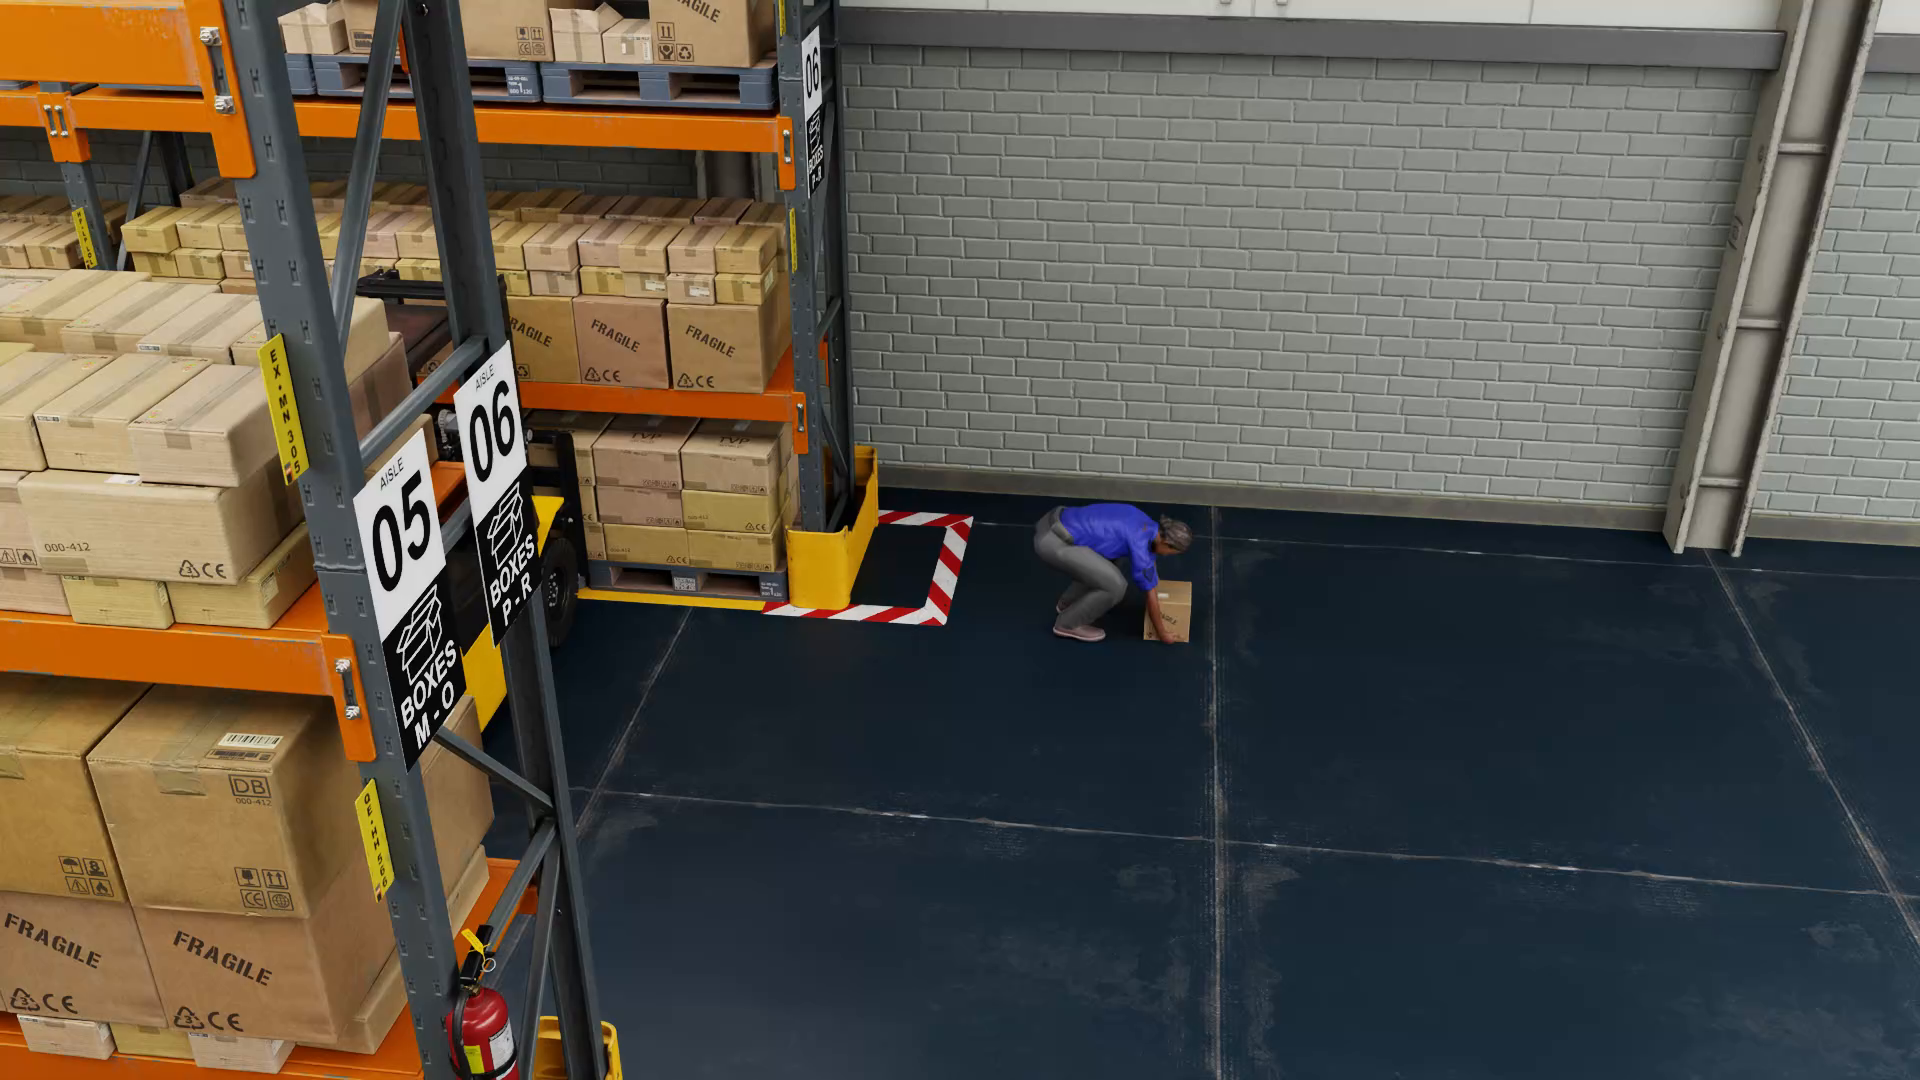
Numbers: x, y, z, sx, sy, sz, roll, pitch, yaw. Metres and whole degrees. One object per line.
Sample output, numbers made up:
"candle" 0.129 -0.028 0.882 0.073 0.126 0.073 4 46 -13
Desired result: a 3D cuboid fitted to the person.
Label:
"person" 0.844 0.169 9.289 0.873 0.775 0.468 2 29 5
